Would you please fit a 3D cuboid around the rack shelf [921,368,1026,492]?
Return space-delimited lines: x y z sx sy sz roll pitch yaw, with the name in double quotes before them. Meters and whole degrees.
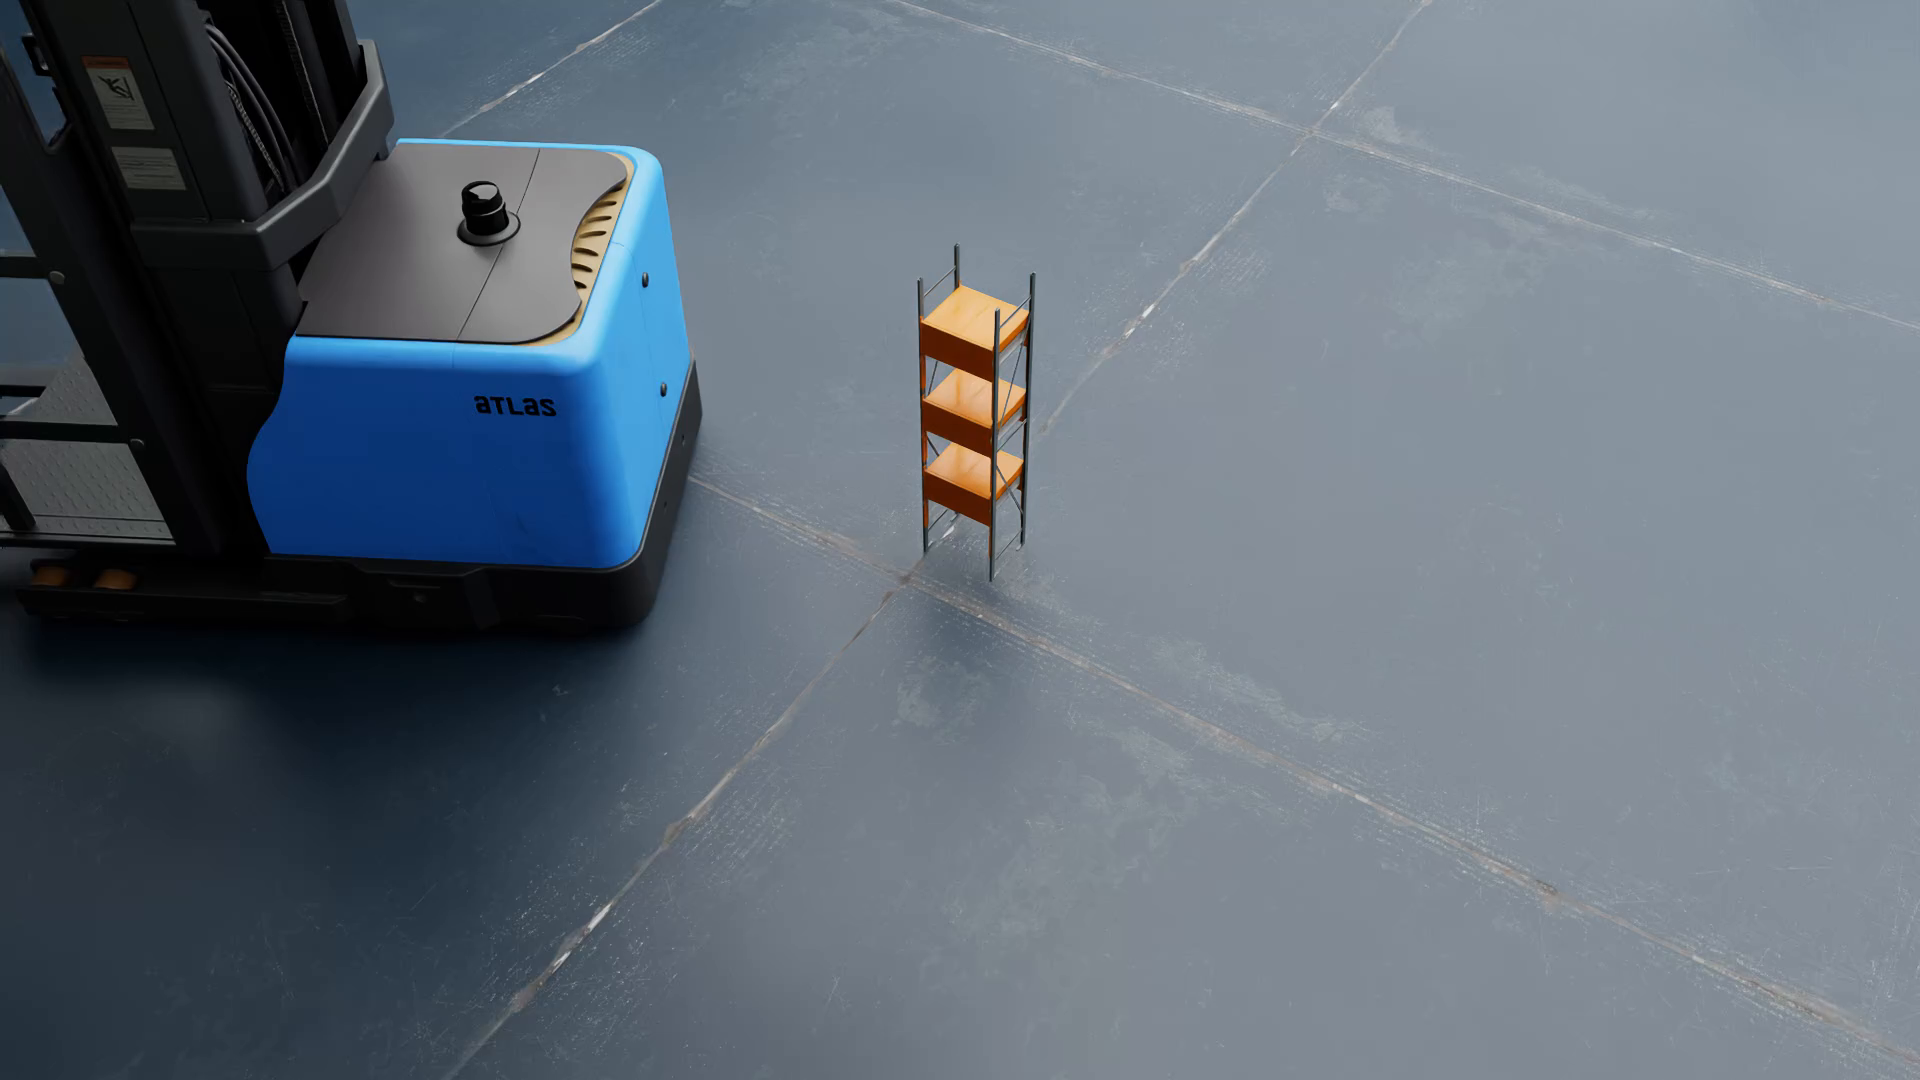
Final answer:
"rack shelf" 0.045 -0.338 4.861 0.240 0.259 0.215 25 51 22

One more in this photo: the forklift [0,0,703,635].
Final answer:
"forklift" -2.399 -1.152 4.326 3.031 2.935 1.130 3 46 3

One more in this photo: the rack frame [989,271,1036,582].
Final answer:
"rack frame" 0.148 -0.298 4.807 0.008 1.050 0.200 25 51 22

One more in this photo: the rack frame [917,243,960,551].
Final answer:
"rack frame" -0.058 -0.392 4.899 0.008 1.050 0.200 25 51 22

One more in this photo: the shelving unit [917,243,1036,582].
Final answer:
"shelving unit" 0.045 -0.345 4.853 0.252 1.050 0.215 25 51 22

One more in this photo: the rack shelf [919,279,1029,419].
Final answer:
"rack shelf" 0.045 -0.536 4.657 0.240 0.259 0.215 25 51 22

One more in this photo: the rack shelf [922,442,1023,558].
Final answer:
"rack shelf" 0.045 -0.144 5.060 0.240 0.259 0.215 25 51 22
